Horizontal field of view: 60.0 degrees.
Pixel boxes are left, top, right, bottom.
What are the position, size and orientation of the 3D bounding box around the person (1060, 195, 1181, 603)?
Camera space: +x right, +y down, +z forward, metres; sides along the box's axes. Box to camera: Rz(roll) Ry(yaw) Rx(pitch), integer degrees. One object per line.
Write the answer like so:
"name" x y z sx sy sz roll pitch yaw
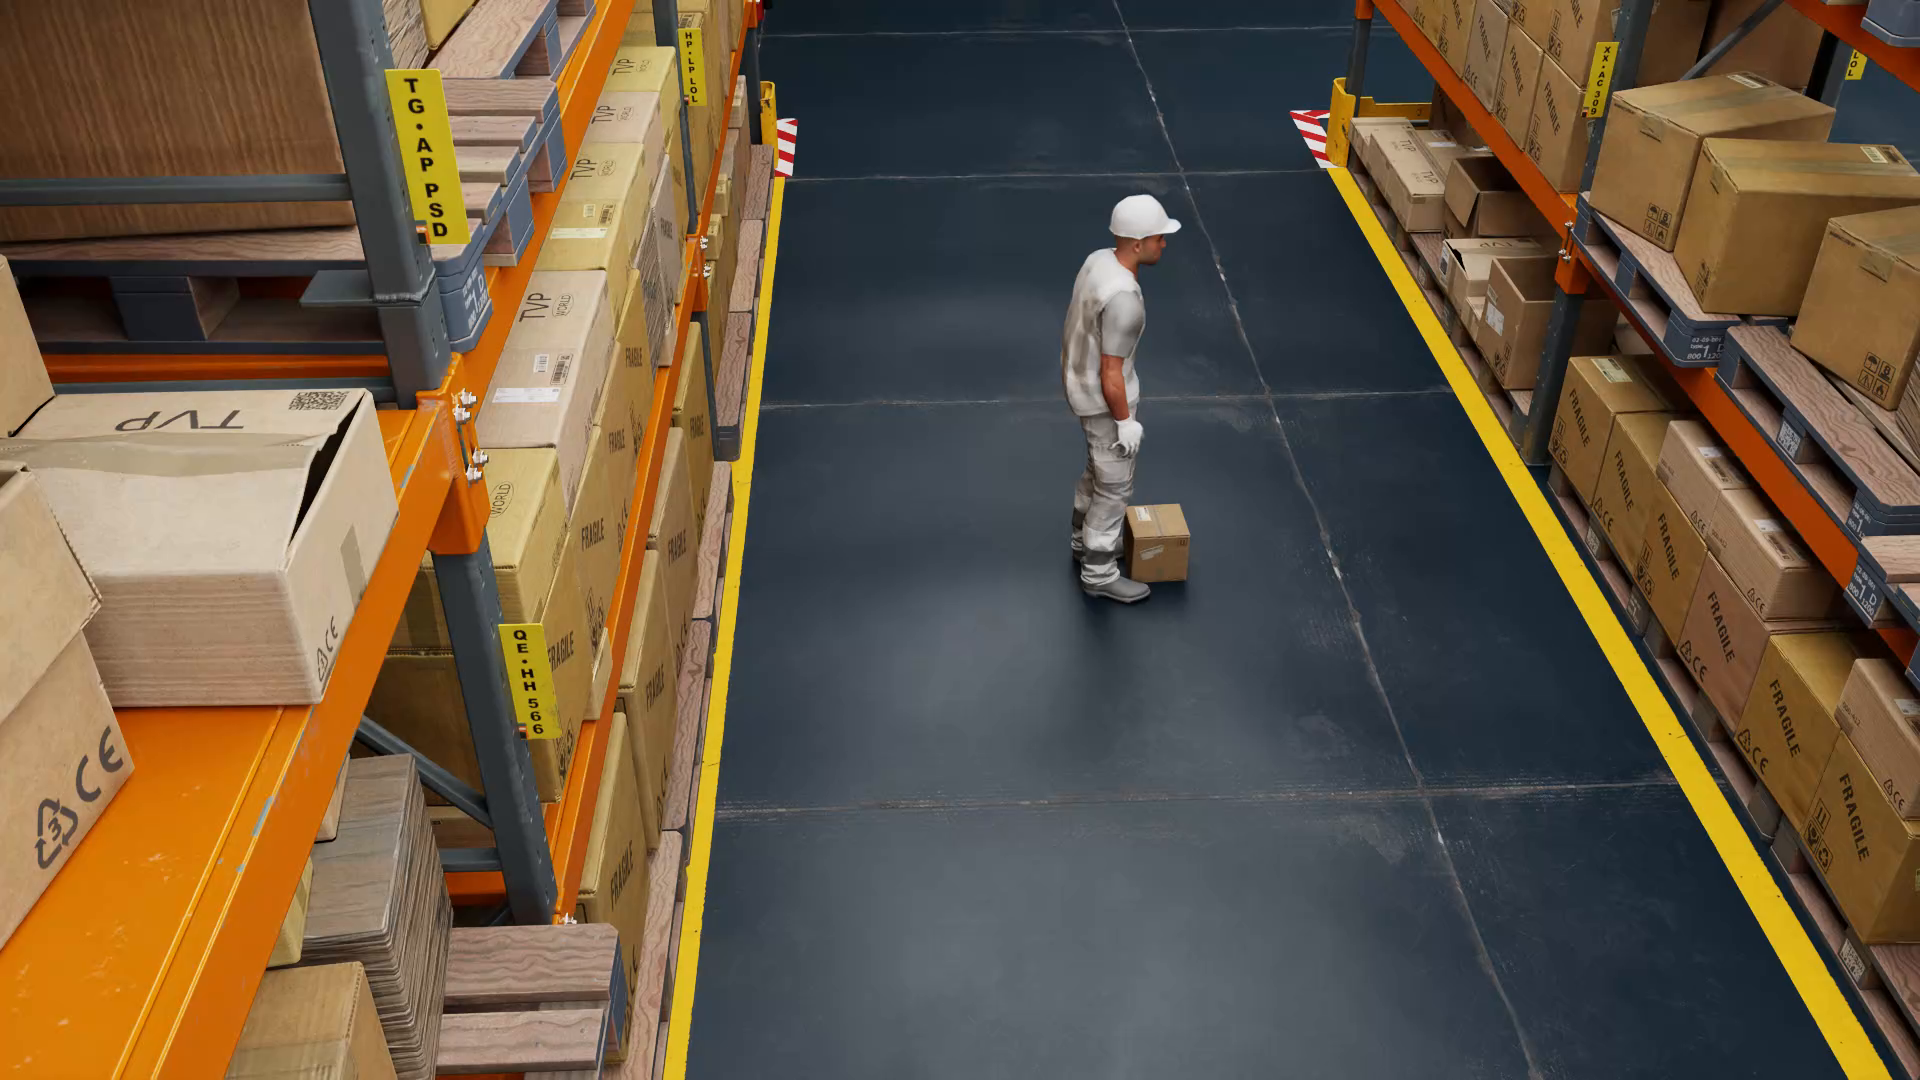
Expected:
"person" 0.650 -0.597 6.986 0.449 1.780 0.607 -1 35 -2
